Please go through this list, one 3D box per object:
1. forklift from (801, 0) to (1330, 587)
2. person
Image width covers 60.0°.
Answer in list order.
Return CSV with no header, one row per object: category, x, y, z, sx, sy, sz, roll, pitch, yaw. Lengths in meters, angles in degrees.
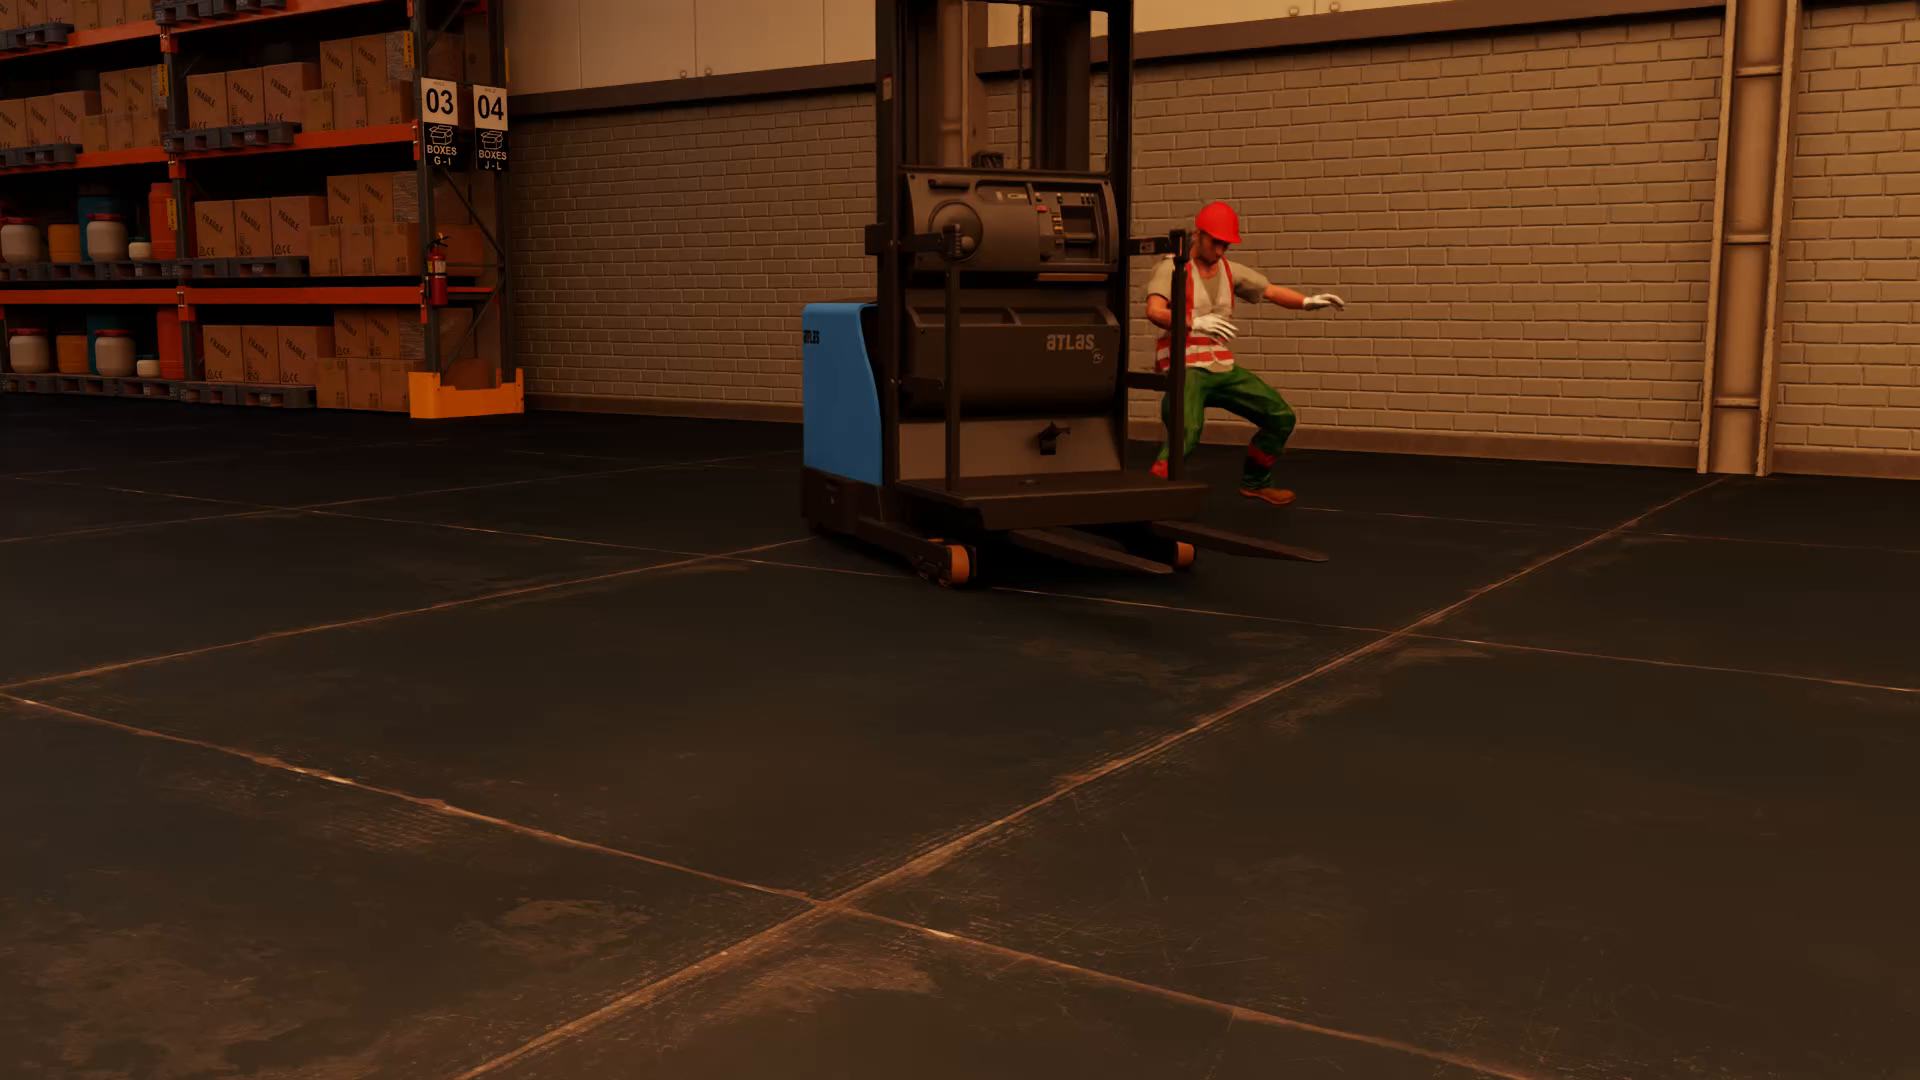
forklift,0.312,-1.340,6.615,1.130,2.935,3.031,-4,9,-24
person,1.305,-0.845,8.038,1.287,1.555,0.720,-5,10,-33
